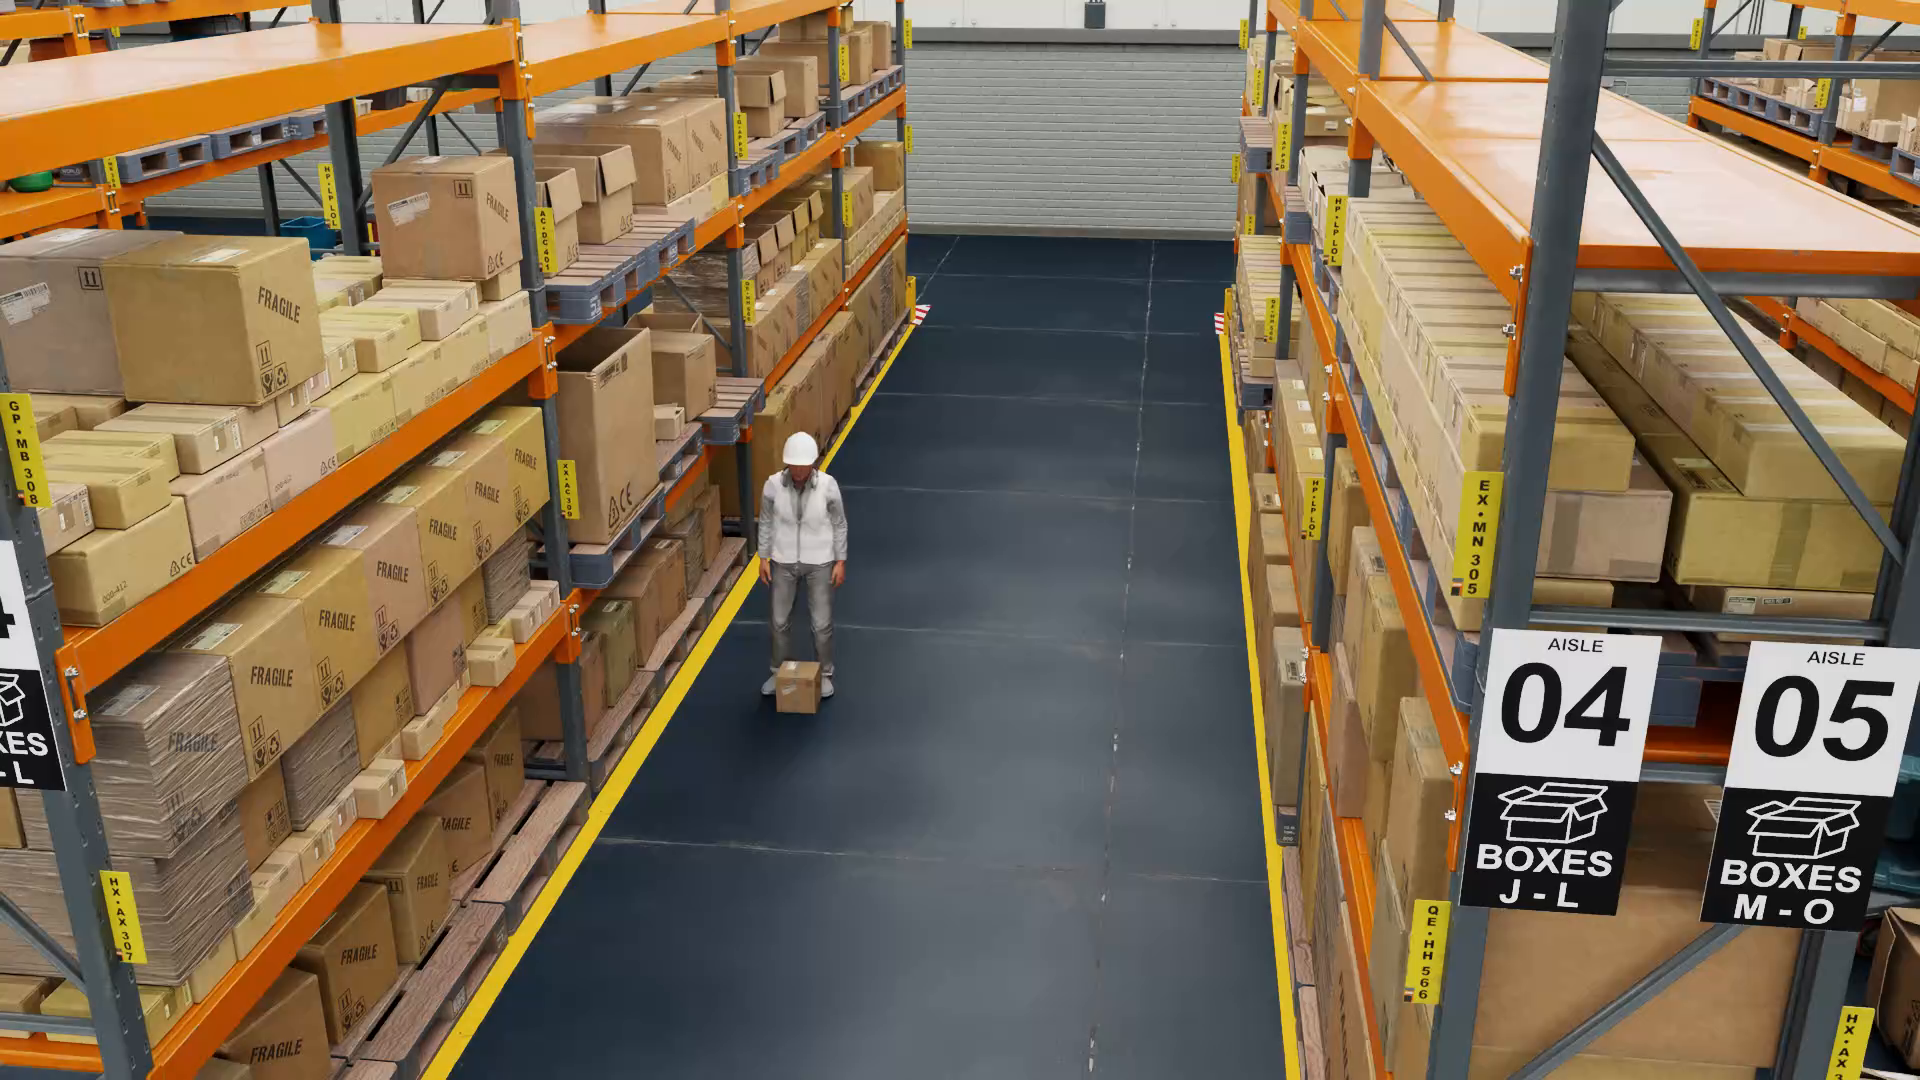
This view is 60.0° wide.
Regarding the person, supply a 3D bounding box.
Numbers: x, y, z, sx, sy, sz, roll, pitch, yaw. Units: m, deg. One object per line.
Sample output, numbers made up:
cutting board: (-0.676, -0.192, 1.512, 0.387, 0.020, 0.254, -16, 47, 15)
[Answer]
person: (-1.010, 0.143, 10.674, 0.579, 1.769, 0.466, 1, 21, 4)
